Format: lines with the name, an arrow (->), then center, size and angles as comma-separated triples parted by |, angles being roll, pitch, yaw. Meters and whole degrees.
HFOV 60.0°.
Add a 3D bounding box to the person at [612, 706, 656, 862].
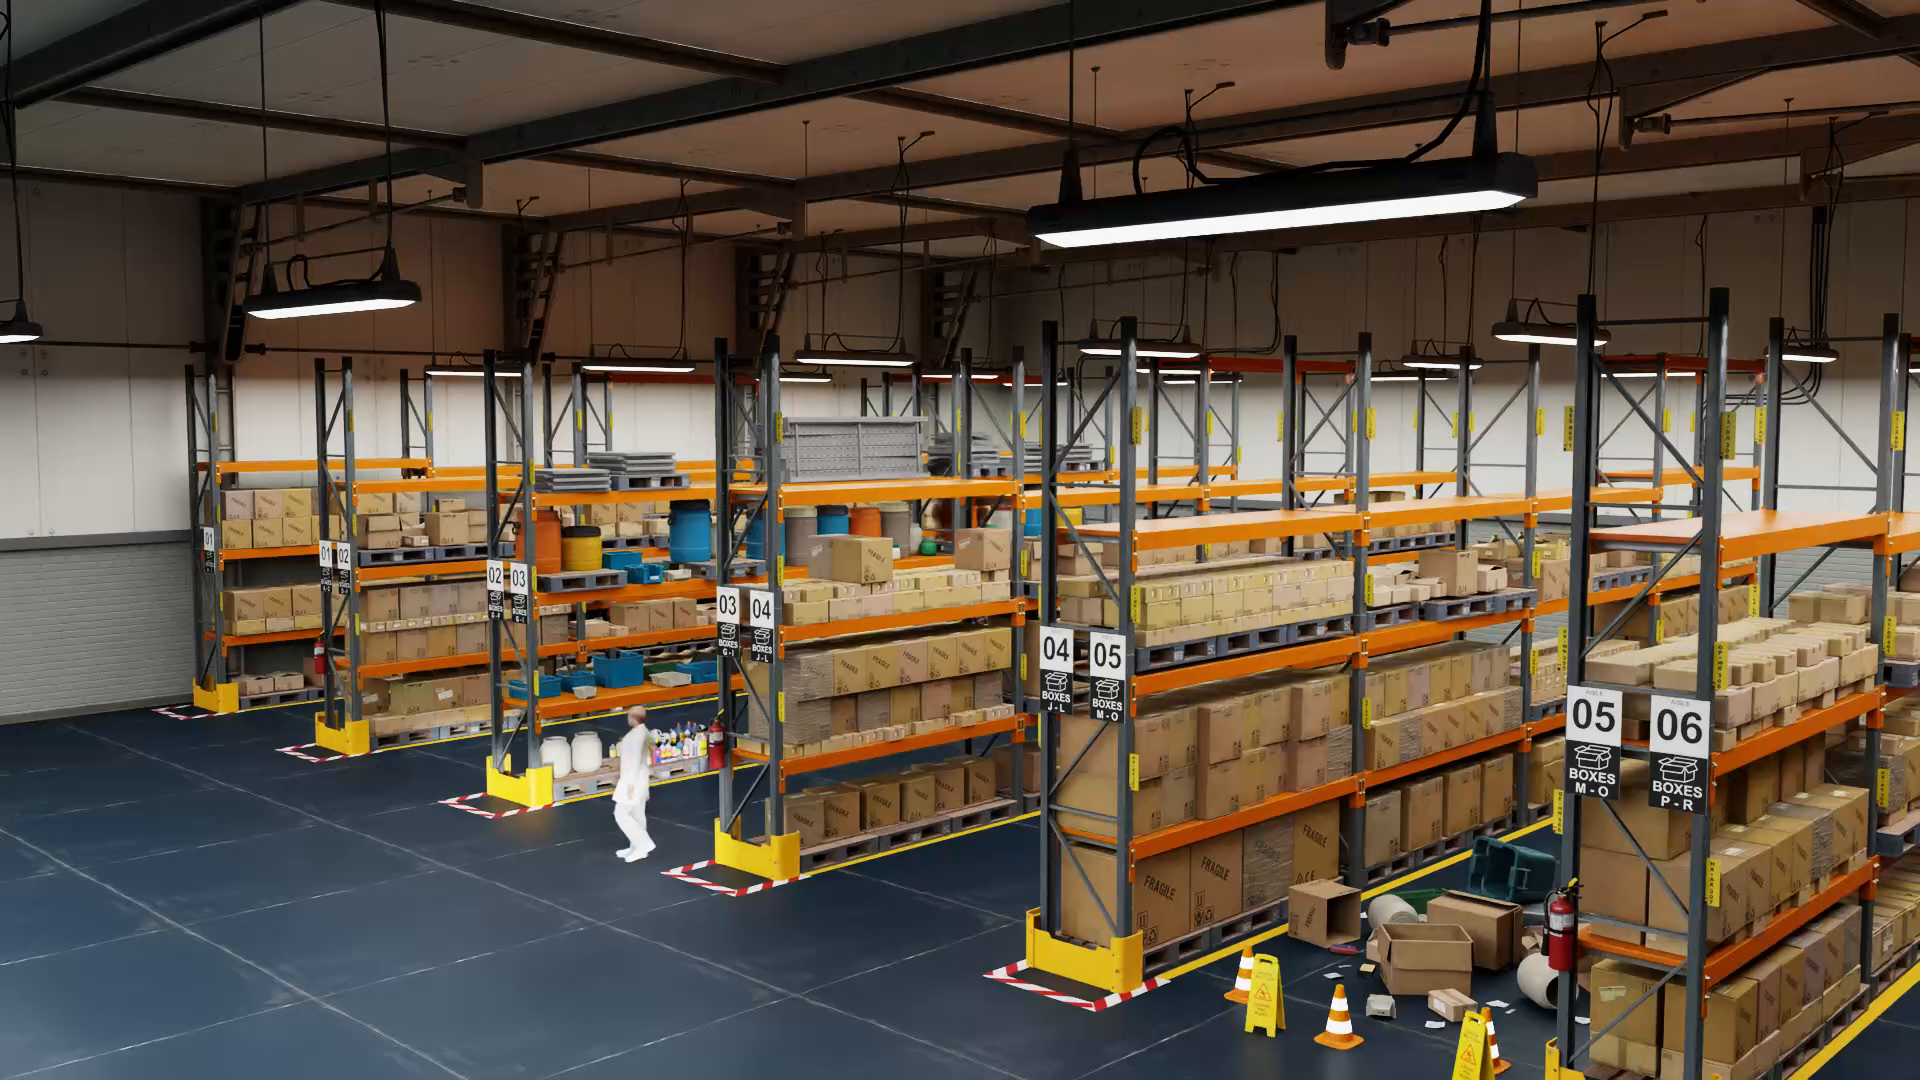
person -> -3.750, 2.799, 19.187 | 0.497, 1.782, 0.634 | 0, 4, 1
